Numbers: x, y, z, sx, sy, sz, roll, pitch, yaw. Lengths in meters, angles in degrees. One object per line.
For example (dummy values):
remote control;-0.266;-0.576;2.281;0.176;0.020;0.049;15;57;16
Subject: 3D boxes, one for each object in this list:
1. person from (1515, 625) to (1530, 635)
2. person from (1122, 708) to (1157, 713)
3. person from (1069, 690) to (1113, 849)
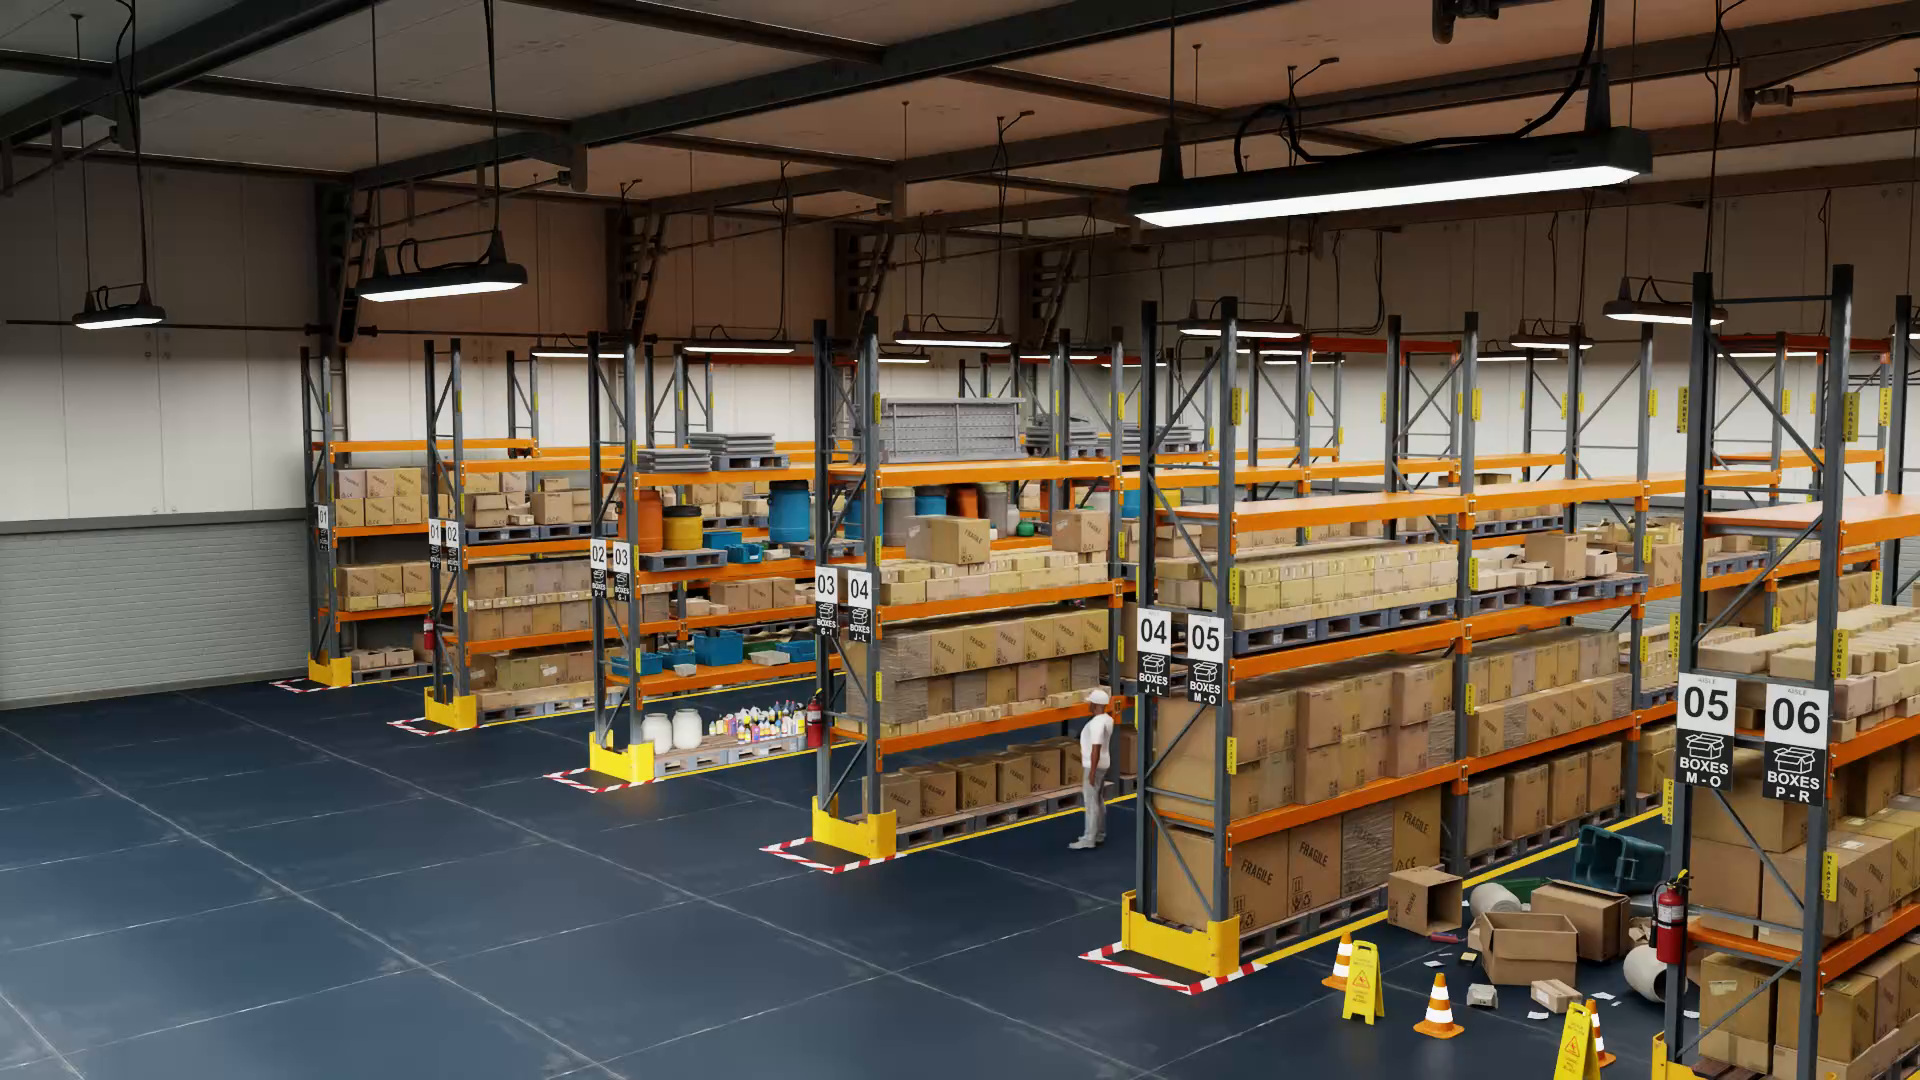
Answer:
person;8.788;2.098;26.049;0.823;1.541;0.494;-5;7;-45
person;2.751;1.876;25.485;0.933;1.599;0.461;-3;6;-34
person;1.508;2.605;19.066;0.463;1.769;0.625;1;5;9
